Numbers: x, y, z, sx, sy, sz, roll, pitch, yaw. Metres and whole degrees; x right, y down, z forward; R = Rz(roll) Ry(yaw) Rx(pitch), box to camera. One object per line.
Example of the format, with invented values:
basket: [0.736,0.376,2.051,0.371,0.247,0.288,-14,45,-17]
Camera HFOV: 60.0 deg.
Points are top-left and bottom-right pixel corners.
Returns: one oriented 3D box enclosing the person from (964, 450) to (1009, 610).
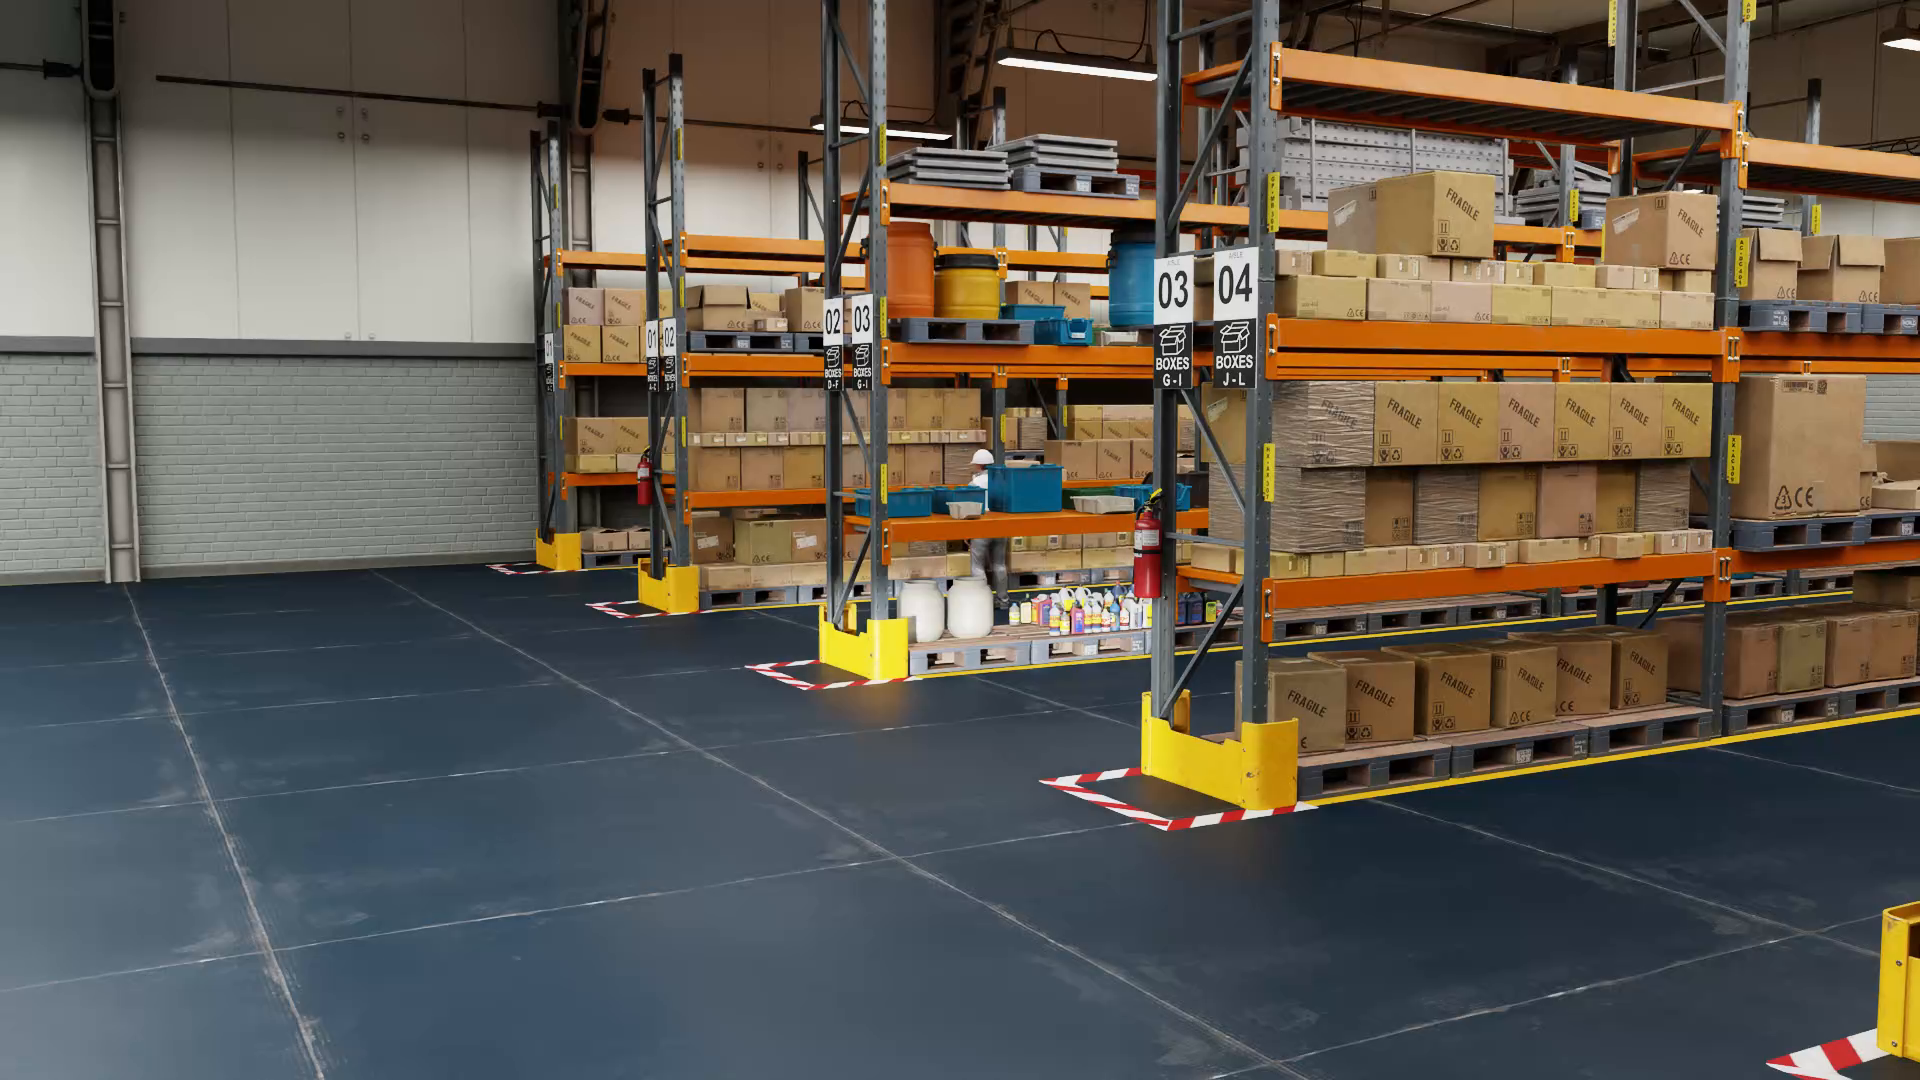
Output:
person: [0.301,-0.108,18.337,0.590,1.770,0.460,-3,6,-31]
